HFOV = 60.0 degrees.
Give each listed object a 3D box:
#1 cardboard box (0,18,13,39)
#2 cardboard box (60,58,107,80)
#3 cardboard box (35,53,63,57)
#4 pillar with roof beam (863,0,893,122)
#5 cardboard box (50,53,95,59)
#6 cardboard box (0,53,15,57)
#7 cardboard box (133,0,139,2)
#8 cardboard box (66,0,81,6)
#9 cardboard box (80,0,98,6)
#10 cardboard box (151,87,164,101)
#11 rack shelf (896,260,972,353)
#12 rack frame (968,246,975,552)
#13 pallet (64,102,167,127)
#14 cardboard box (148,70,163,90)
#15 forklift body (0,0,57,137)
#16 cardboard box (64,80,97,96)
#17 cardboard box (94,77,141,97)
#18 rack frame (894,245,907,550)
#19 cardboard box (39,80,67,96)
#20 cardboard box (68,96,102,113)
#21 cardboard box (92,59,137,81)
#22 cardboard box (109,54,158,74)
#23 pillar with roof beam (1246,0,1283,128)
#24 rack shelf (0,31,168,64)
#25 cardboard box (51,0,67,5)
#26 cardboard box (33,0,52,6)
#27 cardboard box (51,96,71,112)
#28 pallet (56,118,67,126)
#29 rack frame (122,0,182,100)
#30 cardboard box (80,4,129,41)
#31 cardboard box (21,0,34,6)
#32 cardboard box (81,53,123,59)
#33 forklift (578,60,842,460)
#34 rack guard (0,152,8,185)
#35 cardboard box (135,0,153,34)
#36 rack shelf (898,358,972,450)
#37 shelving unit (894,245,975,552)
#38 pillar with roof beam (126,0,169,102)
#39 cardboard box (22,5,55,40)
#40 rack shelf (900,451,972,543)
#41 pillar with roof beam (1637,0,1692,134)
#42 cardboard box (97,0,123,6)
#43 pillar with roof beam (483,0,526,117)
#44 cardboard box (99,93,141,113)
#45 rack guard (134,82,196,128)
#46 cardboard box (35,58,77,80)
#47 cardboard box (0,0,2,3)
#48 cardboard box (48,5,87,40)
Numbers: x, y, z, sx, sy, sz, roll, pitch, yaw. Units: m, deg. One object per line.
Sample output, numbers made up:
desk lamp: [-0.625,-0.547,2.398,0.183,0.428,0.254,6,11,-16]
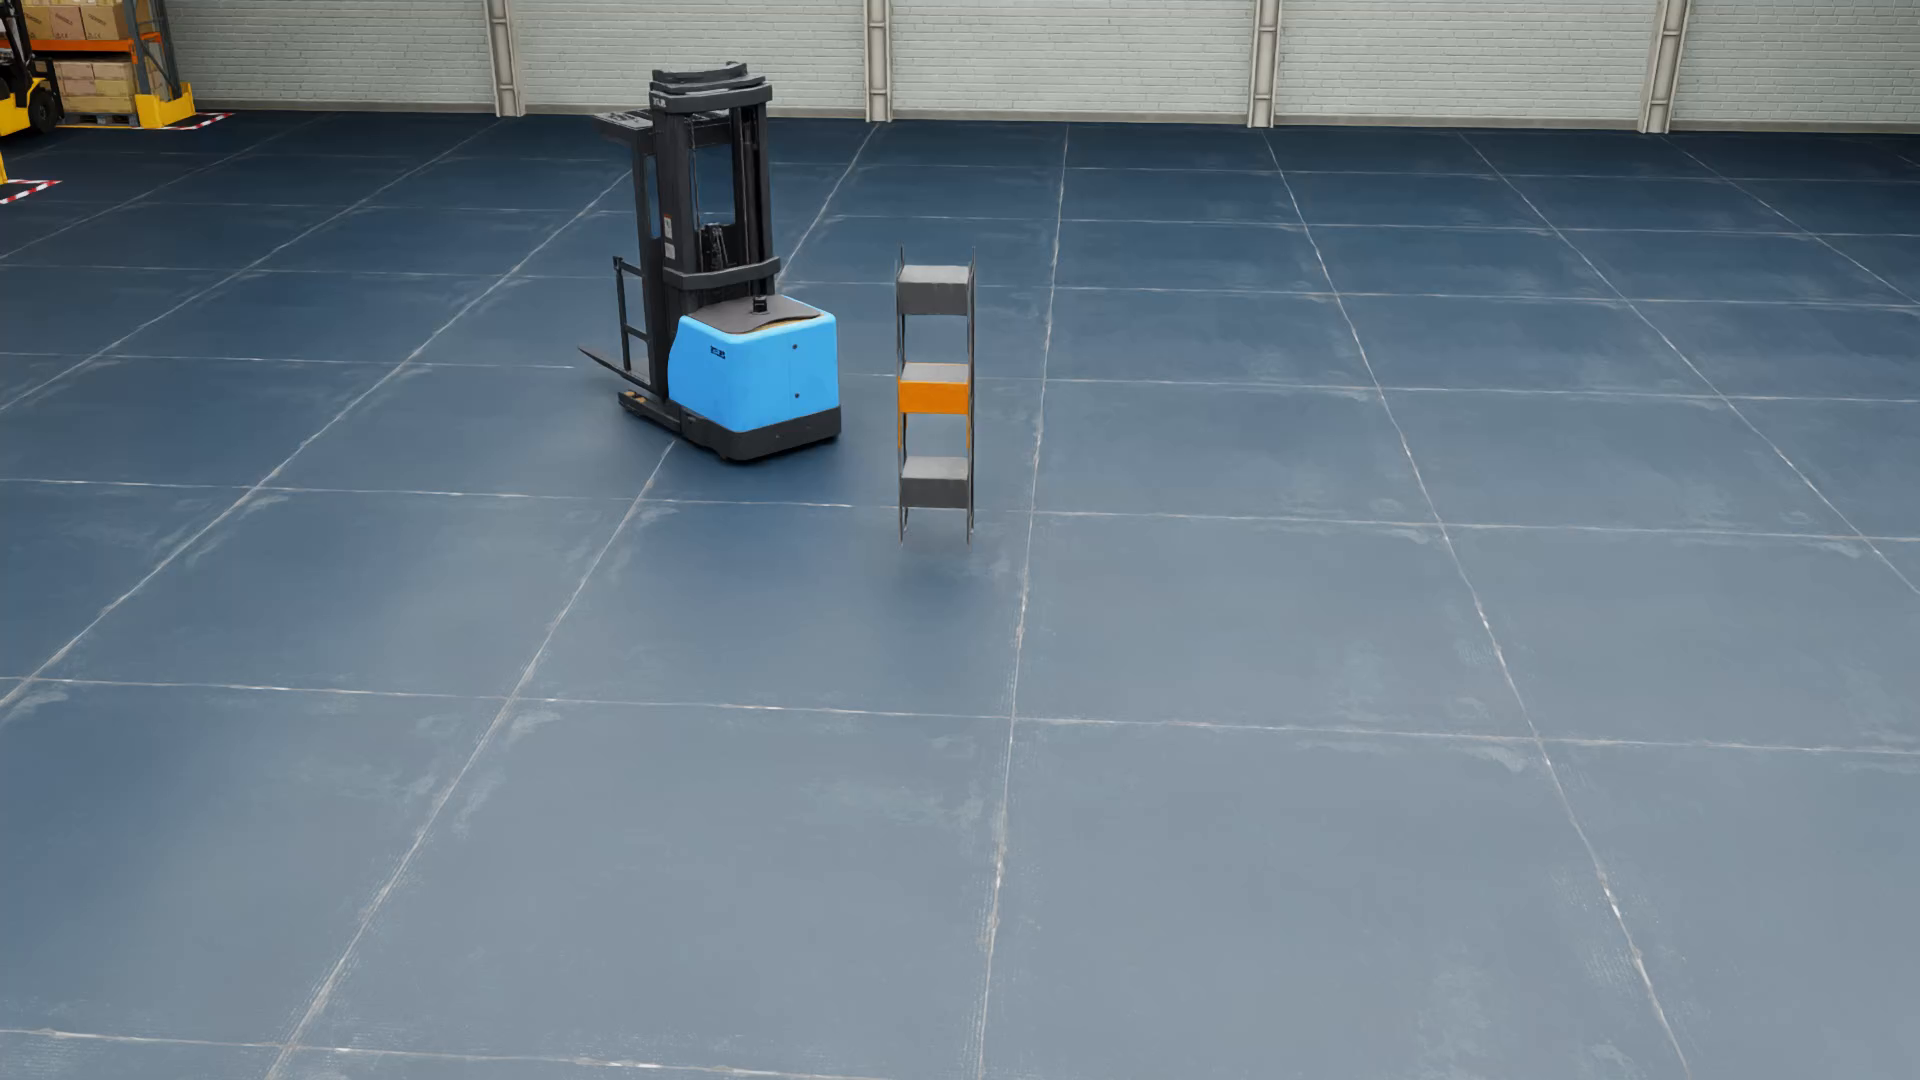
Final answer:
cardboard box: [-14.661,-8.040,25.727,0.500,0.500,0.500,2,25,4]
cardboard box: [-13.613,-7.335,25.904,0.500,0.250,0.500,2,25,5]
cardboard box: [-14.592,-7.585,26.447,0.500,0.250,0.500,1,25,3]
pillar with roof beam: [-1.611,-8.985,20.724,0.400,9.000,9.100,2,25,4]
cardboard box: [-14.082,-7.565,26.405,0.500,0.250,0.500,2,25,4]
cardboard box: [-15.094,-7.597,26.475,0.500,0.250,0.500,2,25,4]
cardboard box: [-12.939,-8.499,25.949,0.250,0.149,0.380,1,25,3]
cardboard box: [-13.499,-8.304,25.525,0.250,0.149,0.380,2,25,5]
cardboard box: [-13.245,-8.271,25.451,0.250,0.149,0.380,2,25,5]
cardboard box: [-13.095,-7.079,26.545,0.500,0.250,0.500,2,25,4]
rack shelf: [-0.165,-1.583,11.247,0.480,0.518,0.431,2,25,4]
rack frame: [0.078,-0.951,11.517,0.015,2.100,0.400,2,25,4]
pallet: [-13.386,-6.781,26.445,1.213,0.211,1.003,2,25,4]
cardboard box: [-13.073,-7.311,26.450,0.500,0.250,0.500,2,25,5]
forklift body: [-14.651,-6.955,24.504,1.214,2.155,2.313,2,25,4]
cardboard box: [-13.629,-7.115,26.025,0.500,0.250,0.500,2,25,3]
cardboard box: [-13.130,-7.094,25.980,0.500,0.250,0.500,2,25,3]
rack frame: [-0.408,-0.967,11.551,0.015,2.100,0.400,2,25,4]
cardboard box: [-14.145,-7.123,26.041,0.500,0.250,0.500,1,25,3]
cardboard box: [-13.608,-6.885,26.123,0.500,0.250,0.500,2,25,4]
cardboard box: [-13.104,-7.321,25.874,0.500,0.250,0.500,3,25,6]
cardboard box: [-13.085,-7.531,26.330,0.500,0.250,0.500,1,25,3]
pillar with roof beam: [4.372,-8.793,20.306,0.400,9.000,9.100,2,25,4]
rack shelf: [-14.615,-7.778,26.136,4.000,0.370,1.077,2,25,4]
cardboard box: [-13.745,-8.317,25.552,0.250,0.149,0.380,2,25,4]
cardboard box: [-14.015,-8.306,25.528,0.250,0.149,0.380,1,25,2]
cardboard box: [-14.106,-6.905,26.166,0.500,0.250,0.500,2,25,5]
pallet: [-14.599,-6.821,26.532,1.213,0.211,1.003,2,25,4]
rack frame: [-12.621,-8.040,25.847,0.127,3.000,1.000,2,25,4]
cardboard box: [-13.131,-7.992,25.622,0.500,0.500,0.500,1,25,3]
cardboard box: [-14.269,-8.306,25.528,0.250,0.149,0.380,2,25,4]
cardboard box: [-13.584,-7.545,26.361,0.500,0.250,0.500,2,25,4]
forklift: [-2.300,-2.506,13.901,1.130,2.935,3.031,-19,31,-35]
rack guard: [-13.073,-4.838,21.878,0.348,0.500,1.175,2,25,4]
cardboard box: [-13.093,-8.217,26.112,0.500,0.500,0.500,3,25,6]
rack shelf: [-0.165,-0.947,11.540,0.480,0.518,0.431,2,25,4]
shelving unit: [-0.165,-0.959,11.534,0.503,2.100,0.431,2,25,4]
pillar with roof beam: [-13.575,-9.369,21.558,0.400,9.000,9.100,2,25,4]
cardboard box: [-14.159,-8.029,25.702,0.500,0.500,0.500,1,25,3]
rack shelf: [-0.165,-0.311,11.832,0.480,0.518,0.431,2,25,4]
pillar with roof beam: [10.354,-8.601,19.889,0.400,9.000,9.100,2,25,4]
cardboard box: [-12.988,-8.275,25.461,0.250,0.149,0.380,2,25,5]
pillar with roof beam: [-7.593,-9.177,21.141,0.400,9.000,9.100,2,25,4]
cardboard box: [-13.113,-6.865,26.080,0.500,0.250,0.500,2,25,4]
rack guard: [-12.597,-6.904,26.368,0.348,0.500,1.175,2,25,4]
cardboard box: [-14.117,-7.347,25.930,0.500,0.250,0.500,2,25,5]
cardboard box: [-14.771,-8.331,25.582,0.250,0.149,0.380,1,25,3]
cardboard box: [-13.648,-8.013,25.667,0.500,0.500,0.500,3,25,6]
